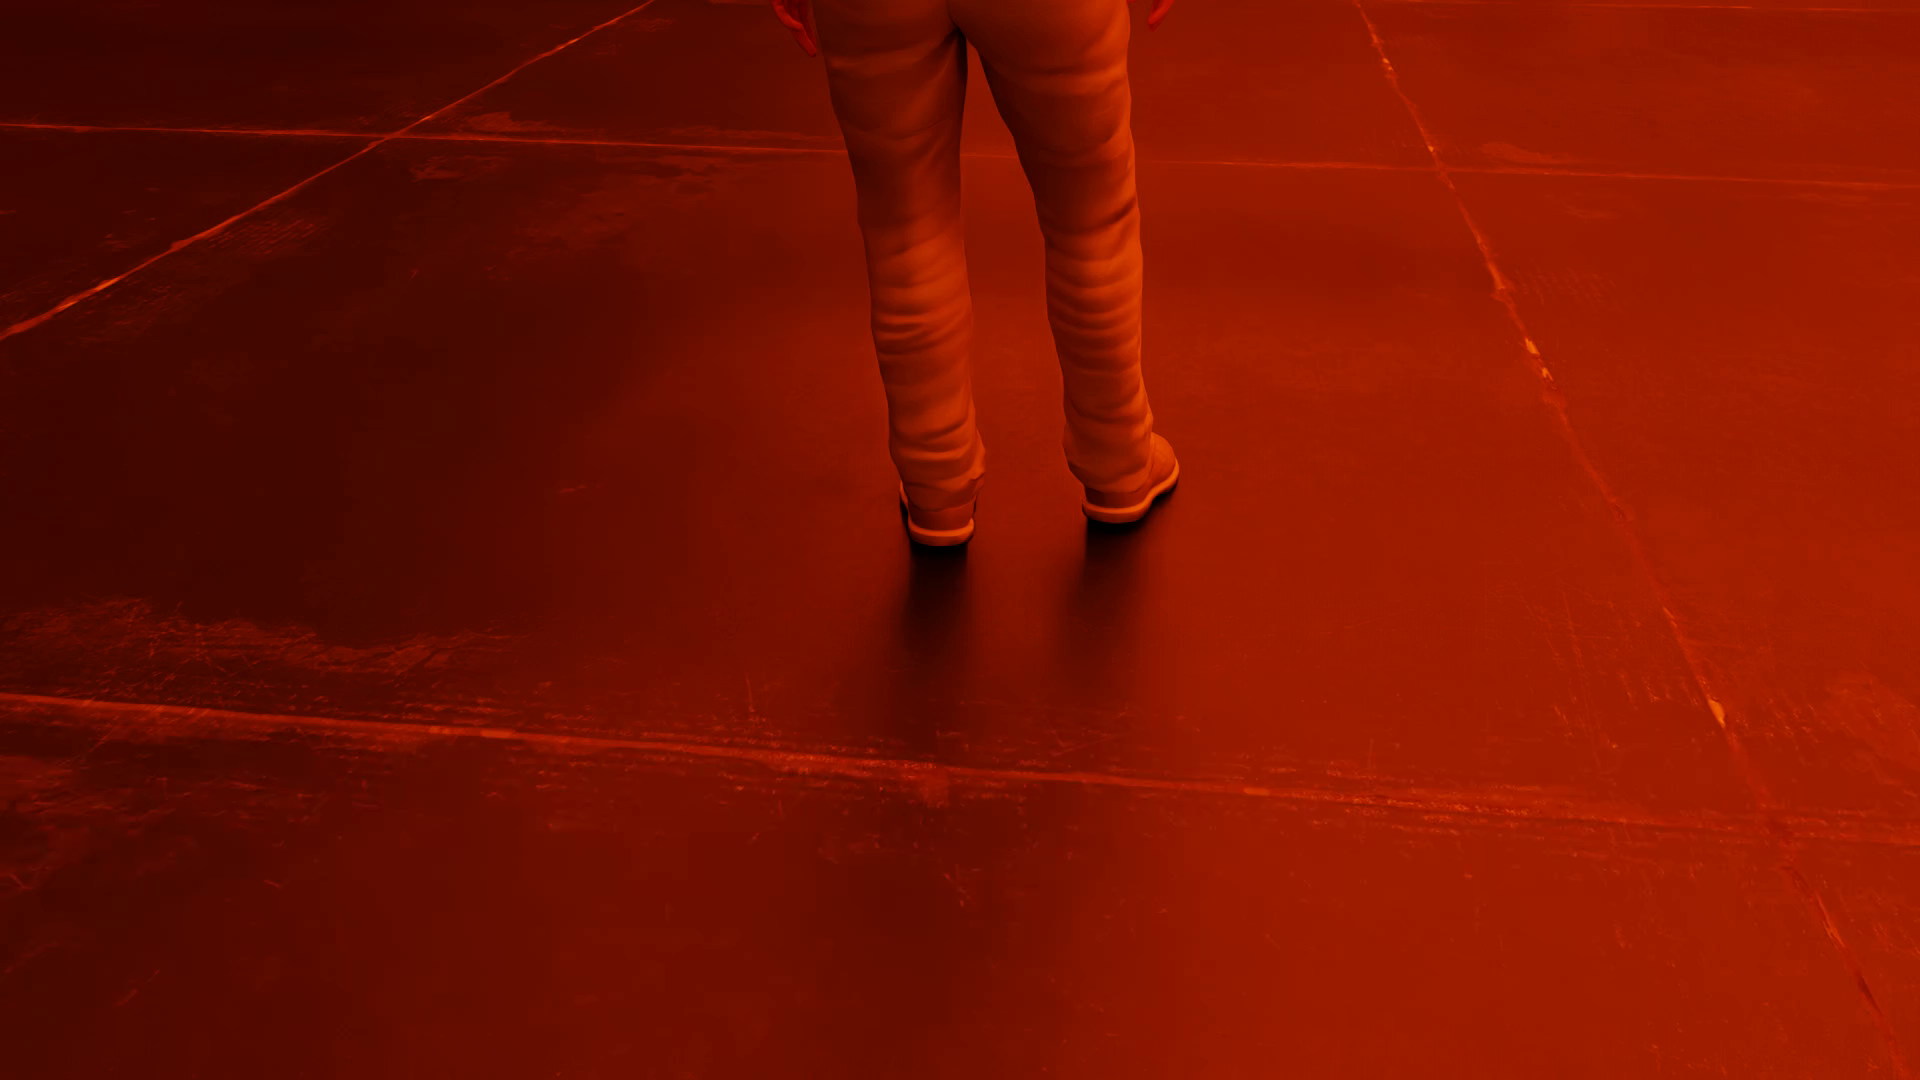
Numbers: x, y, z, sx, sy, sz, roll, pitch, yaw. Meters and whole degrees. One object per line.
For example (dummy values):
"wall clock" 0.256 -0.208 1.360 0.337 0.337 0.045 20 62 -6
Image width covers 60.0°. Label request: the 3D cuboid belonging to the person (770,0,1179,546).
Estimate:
"person" 0.033 -0.785 2.190 0.598 1.670 0.529 3 27 7
